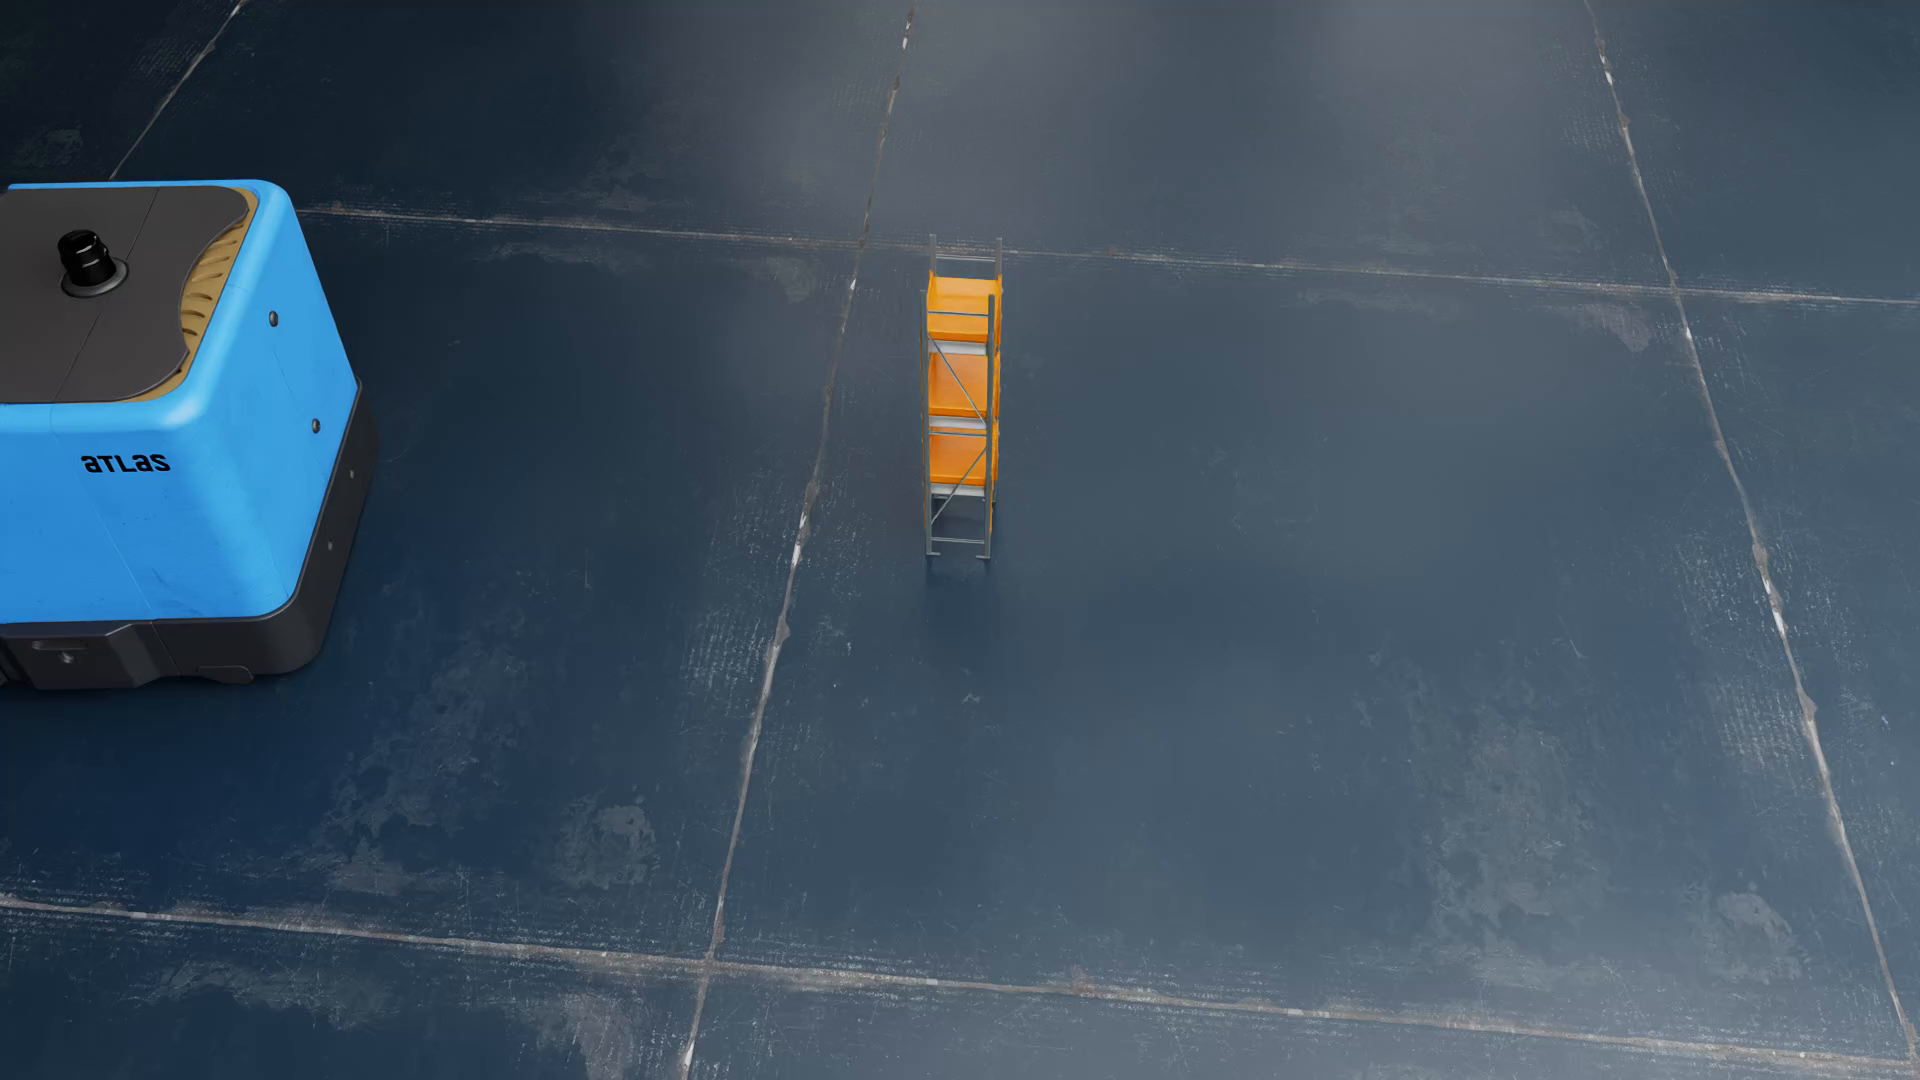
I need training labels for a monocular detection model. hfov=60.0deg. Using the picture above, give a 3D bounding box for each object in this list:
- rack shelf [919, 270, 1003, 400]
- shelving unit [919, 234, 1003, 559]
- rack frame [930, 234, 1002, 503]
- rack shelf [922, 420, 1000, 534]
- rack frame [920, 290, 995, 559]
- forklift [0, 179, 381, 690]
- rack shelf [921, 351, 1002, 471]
[{"bbox_3d":[0.005,-0.578,4.697,0.215,0.259,0.240,4,48,4],"label":"rack shelf"},{"bbox_3d":[0.005,-0.394,4.899,0.215,1.050,0.252,4,48,4],"label":"shelving unit"},{"bbox_3d":[0.016,-0.483,4.981,0.200,1.050,0.008,4,48,4],"label":"rack frame"},{"bbox_3d":[0.005,-0.199,5.111,0.215,0.259,0.240,4,48,4],"label":"rack shelf"},{"bbox_3d":[-0.006,-0.304,4.817,0.200,1.050,0.008,4,48,4],"label":"rack frame"},{"bbox_3d":[-3.395,-0.908,4.094,3.031,2.935,1.130,-1,48,-1],"label":"forklift"},{"bbox_3d":[0.005,-0.386,4.906,0.215,0.259,0.240,4,48,4],"label":"rack shelf"}]
